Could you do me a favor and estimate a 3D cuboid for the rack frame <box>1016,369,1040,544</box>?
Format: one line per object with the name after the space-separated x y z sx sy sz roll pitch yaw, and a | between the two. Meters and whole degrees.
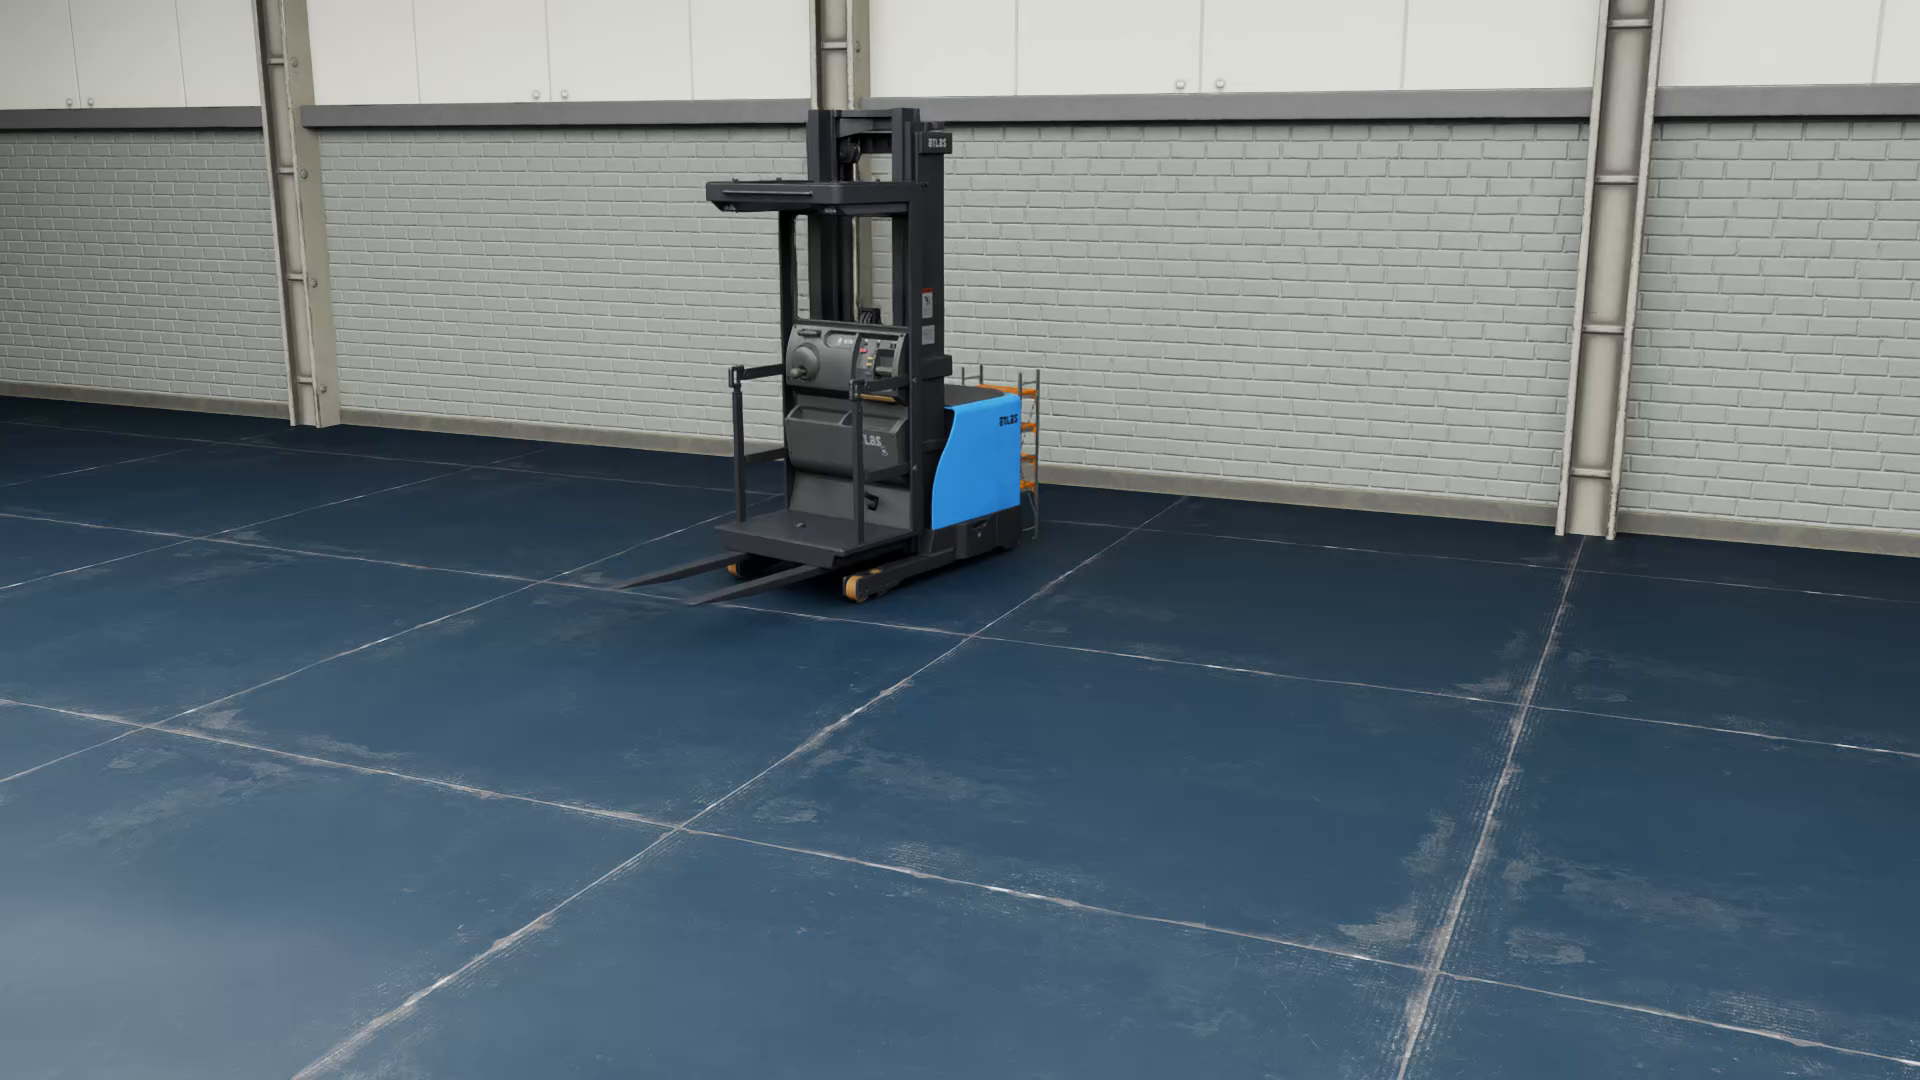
0.476 -0.580 11.597 0.015 1.200 0.240 10 16 36 | rack frame

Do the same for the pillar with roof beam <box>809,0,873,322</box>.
-2.721 -4.089 9.481 0.400 9.000 9.100 6 14 23 | pillar with roof beam

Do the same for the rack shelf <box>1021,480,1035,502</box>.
0.279 -0.354 11.799 0.480 0.148 0.258 10 16 36 | rack shelf

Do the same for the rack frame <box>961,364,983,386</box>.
0.084 -0.647 11.881 0.015 1.200 0.240 10 16 36 | rack frame

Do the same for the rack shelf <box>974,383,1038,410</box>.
0.281 -0.996 11.651 0.480 0.148 0.258 10 16 36 | rack shelf

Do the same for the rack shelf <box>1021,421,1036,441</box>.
0.281 -0.766 11.704 0.480 0.148 0.258 10 16 36 | rack shelf

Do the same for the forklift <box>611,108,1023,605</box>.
-0.852 -1.174 10.342 1.130 2.935 3.031 10 16 36 | forklift

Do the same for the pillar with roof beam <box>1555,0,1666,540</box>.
2.765 -3.533 7.115 0.400 9.000 9.100 6 14 23 | pillar with roof beam

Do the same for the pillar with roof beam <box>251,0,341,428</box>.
-8.207 -4.644 11.847 0.400 9.000 9.100 6 14 23 | pillar with roof beam

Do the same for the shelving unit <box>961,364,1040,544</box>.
0.280 -0.613 11.739 0.503 1.200 0.258 10 16 36 | shelving unit

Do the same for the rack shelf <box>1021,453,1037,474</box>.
0.280 -0.548 11.754 0.480 0.148 0.258 10 16 36 | rack shelf
